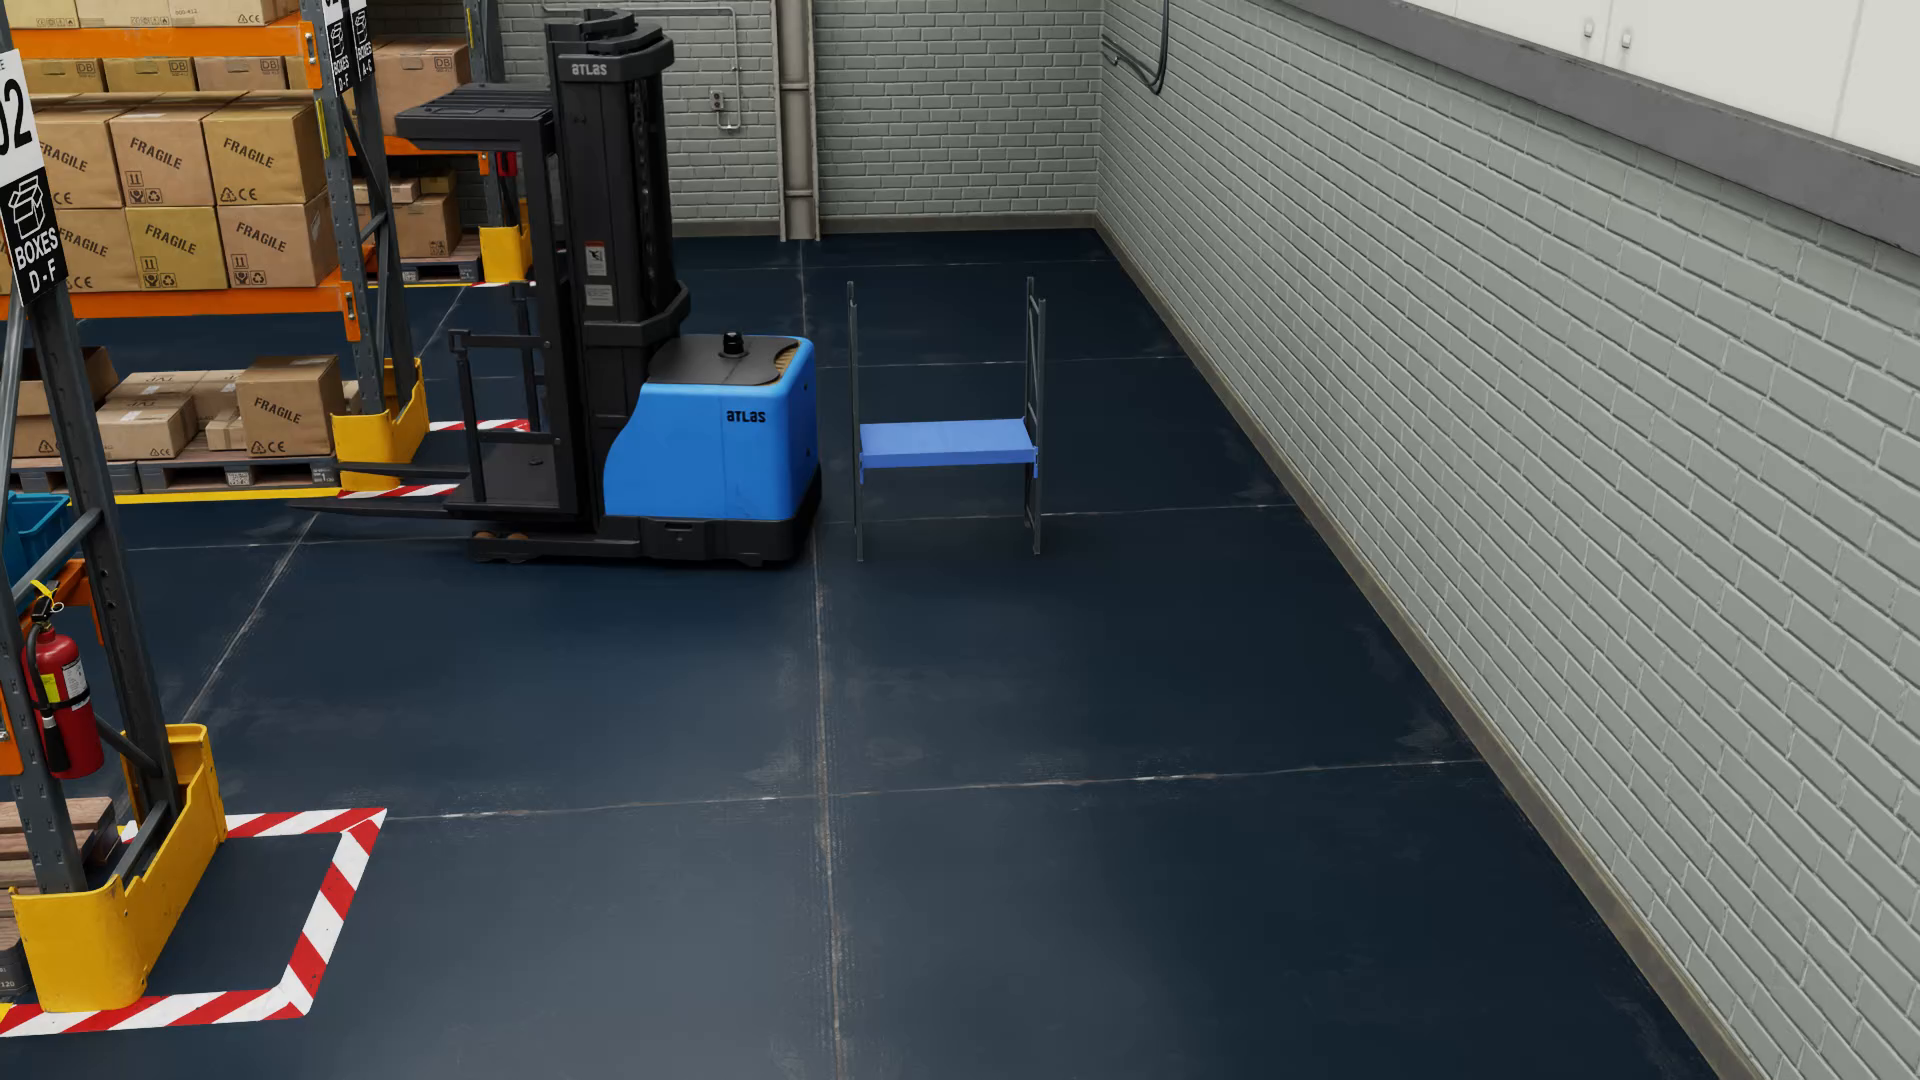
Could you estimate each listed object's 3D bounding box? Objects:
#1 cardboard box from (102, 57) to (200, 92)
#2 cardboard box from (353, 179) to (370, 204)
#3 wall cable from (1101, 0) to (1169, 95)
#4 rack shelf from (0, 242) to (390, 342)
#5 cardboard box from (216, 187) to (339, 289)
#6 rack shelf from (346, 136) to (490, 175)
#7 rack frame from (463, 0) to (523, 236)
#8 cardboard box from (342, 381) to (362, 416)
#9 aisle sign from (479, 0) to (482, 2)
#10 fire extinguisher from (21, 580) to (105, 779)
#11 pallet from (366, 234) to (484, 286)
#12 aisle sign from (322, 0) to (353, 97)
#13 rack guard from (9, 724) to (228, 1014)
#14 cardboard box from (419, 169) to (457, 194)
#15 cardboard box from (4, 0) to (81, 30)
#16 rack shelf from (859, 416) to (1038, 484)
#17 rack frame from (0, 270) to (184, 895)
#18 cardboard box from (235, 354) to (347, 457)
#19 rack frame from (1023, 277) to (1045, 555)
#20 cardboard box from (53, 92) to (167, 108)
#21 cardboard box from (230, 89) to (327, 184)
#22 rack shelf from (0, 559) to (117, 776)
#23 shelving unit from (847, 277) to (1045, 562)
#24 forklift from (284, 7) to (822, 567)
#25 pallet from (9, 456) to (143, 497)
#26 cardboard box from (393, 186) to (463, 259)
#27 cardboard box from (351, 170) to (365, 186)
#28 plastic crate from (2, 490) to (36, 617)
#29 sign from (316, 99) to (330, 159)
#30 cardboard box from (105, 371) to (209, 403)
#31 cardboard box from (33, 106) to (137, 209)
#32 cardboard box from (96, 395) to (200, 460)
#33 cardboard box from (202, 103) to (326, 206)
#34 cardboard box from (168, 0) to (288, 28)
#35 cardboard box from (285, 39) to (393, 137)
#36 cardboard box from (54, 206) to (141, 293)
[{"bbox_3d":[-6.899,-3.937,14.545,0.700,0.700,0.980,-3,24,-6],"label":"cardboard box"},{"bbox_3d":[-5.237,-3.106,14.807,0.250,0.149,0.380,-2,24,-4],"label":"cardboard box"},{"bbox_3d":[1.477,-5.321,14.466,0.112,2.526,3.097,-2,24,-5],"label":"wall cable"},{"bbox_3d":[-5.686,-1.507,10.333,4.000,0.370,1.077,-2,24,-5],"label":"rack shelf"},{"bbox_3d":[-4.115,-1.833,10.058,0.500,0.500,0.500,-2,24,-4],"label":"cardboard box"},{"bbox_3d":[-6.177,-3.509,14.837,4.000,0.370,1.077,-2,24,-5],"label":"rack shelf"},{"bbox_3d":[-4.186,-3.917,14.871,0.127,3.000,1.000,-2,24,-5],"label":"rack frame"},{"bbox_3d":[-4.146,-0.936,11.131,0.250,0.149,0.380,-2,24,-5],"label":"cardboard box"},{"bbox_3d":[-4.085,-4.987,14.076,0.004,0.787,0.394,-2,24,-5],"label":"aisle sign"},{"bbox_3d":[-3.018,0.470,5.553,0.183,0.674,0.296,-2,24,-5],"label":"fire extinguisher"},{"bbox_3d":[-4.974,-2.580,15.294,1.213,0.211,1.003,-2,24,-5],"label":"pallet"},{"bbox_3d":[-3.598,-2.982,9.566,0.004,0.787,0.394,-2,24,-5],"label":"aisle sign"},{"bbox_3d":[-3.190,1.223,6.383,0.348,0.500,1.175,-2,24,-5],"label":"rack guard"},{"bbox_3d":[-4.769,-3.281,15.200,0.250,0.149,0.380,-2,24,-5],"label":"cardboard box"},{"bbox_3d":[-5.176,-3.050,9.410,0.500,0.250,0.500,-2,24,-5],"label":"cardboard box"},{"bbox_3d":[-0.085,-0.518,9.511,1.000,0.185,0.538,-2,24,-5],"label":"rack shelf"},{"bbox_3d":[-3.213,0.087,5.861,0.127,3.000,1.000,-2,24,-5],"label":"rack frame"},{"bbox_3d":[-4.213,-0.853,10.512,0.500,0.500,0.500,-2,24,-5],"label":"cardboard box"},{"bbox_3d":[0.421,-0.702,9.483,0.032,1.500,0.500,-2,24,-5],"label":"rack frame"},{"bbox_3d":[-5.181,-2.465,10.248,0.500,0.500,0.500,-2,24,-4],"label":"cardboard box"},{"bbox_3d":[-4.163,-2.507,10.343,0.500,0.500,0.500,-2,24,-4],"label":"cardboard box"},{"bbox_3d":[-5.203,0.496,5.828,4.000,0.370,1.077,-2,24,-5],"label":"rack shelf"},{"bbox_3d":[-0.085,-0.682,9.438,1.048,1.500,0.538,-2,24,-5],"label":"shelving unit"},{"bbox_3d":[-2.389,-1.418,9.332,3.031,2.935,1.130,2,24,5],"label":"forklift"},{"bbox_3d":[-5.776,-0.558,10.747,1.213,0.211,1.003,-2,24,-5],"label":"pallet"},{"bbox_3d":[-4.873,-2.899,15.139,0.500,0.500,0.700,-2,24,-5],"label":"cardboard box"},{"bbox_3d":[-5.522,-3.251,15.132,0.250,0.149,0.380,-2,24,-5],"label":"cardboard box"},{"bbox_3d":[-3.528,0.132,5.642,0.499,0.435,0.616,-2,24,-5],"label":"plastic crate"},{"bbox_3d":[-3.661,-2.364,9.560,0.005,0.325,0.100,-2,24,-5],"label":"sign"},{"bbox_3d":[-5.260,-0.913,10.955,0.500,0.250,0.500,-2,24,-5],"label":"cardboard box"},{"bbox_3d":[-5.130,-2.246,9.756,0.500,0.500,0.500,-2,24,-4],"label":"cardboard box"},{"bbox_3d":[-5.161,-0.713,10.504,0.500,0.250,0.500,-2,24,-5],"label":"cardboard box"},{"bbox_3d":[-4.112,-2.289,9.853,0.500,0.500,0.500,-3,24,-6],"label":"cardboard box"},{"bbox_3d":[-4.181,-3.090,9.501,0.500,0.250,0.500,-2,24,-5],"label":"cardboard box"},{"bbox_3d":[-5.416,-3.997,14.679,0.700,0.700,0.980,-2,24,-6],"label":"cardboard box"},{"bbox_3d":[-5.128,-1.793,9.968,0.500,0.500,0.500,-2,24,-5],"label":"cardboard box"}]
